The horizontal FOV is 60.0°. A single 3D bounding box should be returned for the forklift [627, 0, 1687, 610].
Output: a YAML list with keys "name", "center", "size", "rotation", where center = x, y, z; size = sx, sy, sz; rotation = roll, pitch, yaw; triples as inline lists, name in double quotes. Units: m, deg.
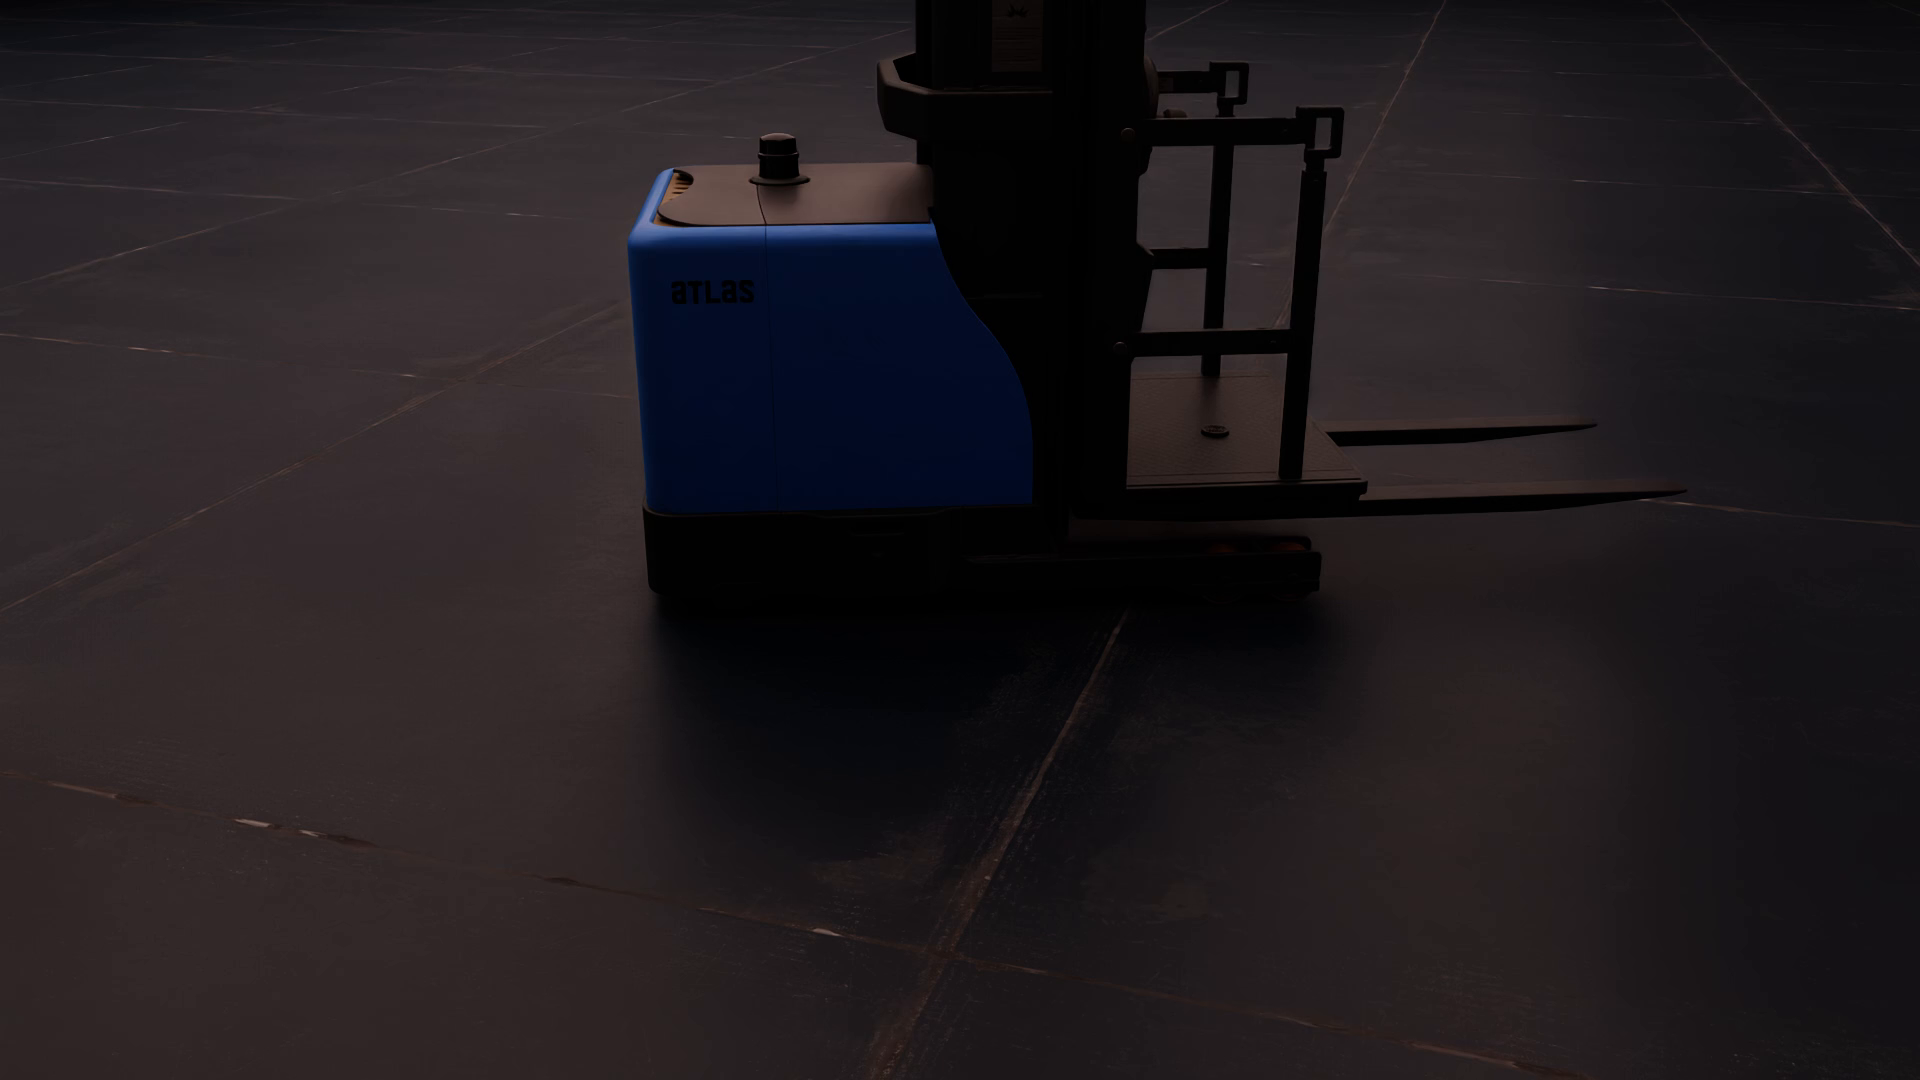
- name: "forklift"
  center: [0.606, -1.374, 4.608]
  size: [3.031, 2.935, 1.130]
  rotation: [-2, 23, -4]
